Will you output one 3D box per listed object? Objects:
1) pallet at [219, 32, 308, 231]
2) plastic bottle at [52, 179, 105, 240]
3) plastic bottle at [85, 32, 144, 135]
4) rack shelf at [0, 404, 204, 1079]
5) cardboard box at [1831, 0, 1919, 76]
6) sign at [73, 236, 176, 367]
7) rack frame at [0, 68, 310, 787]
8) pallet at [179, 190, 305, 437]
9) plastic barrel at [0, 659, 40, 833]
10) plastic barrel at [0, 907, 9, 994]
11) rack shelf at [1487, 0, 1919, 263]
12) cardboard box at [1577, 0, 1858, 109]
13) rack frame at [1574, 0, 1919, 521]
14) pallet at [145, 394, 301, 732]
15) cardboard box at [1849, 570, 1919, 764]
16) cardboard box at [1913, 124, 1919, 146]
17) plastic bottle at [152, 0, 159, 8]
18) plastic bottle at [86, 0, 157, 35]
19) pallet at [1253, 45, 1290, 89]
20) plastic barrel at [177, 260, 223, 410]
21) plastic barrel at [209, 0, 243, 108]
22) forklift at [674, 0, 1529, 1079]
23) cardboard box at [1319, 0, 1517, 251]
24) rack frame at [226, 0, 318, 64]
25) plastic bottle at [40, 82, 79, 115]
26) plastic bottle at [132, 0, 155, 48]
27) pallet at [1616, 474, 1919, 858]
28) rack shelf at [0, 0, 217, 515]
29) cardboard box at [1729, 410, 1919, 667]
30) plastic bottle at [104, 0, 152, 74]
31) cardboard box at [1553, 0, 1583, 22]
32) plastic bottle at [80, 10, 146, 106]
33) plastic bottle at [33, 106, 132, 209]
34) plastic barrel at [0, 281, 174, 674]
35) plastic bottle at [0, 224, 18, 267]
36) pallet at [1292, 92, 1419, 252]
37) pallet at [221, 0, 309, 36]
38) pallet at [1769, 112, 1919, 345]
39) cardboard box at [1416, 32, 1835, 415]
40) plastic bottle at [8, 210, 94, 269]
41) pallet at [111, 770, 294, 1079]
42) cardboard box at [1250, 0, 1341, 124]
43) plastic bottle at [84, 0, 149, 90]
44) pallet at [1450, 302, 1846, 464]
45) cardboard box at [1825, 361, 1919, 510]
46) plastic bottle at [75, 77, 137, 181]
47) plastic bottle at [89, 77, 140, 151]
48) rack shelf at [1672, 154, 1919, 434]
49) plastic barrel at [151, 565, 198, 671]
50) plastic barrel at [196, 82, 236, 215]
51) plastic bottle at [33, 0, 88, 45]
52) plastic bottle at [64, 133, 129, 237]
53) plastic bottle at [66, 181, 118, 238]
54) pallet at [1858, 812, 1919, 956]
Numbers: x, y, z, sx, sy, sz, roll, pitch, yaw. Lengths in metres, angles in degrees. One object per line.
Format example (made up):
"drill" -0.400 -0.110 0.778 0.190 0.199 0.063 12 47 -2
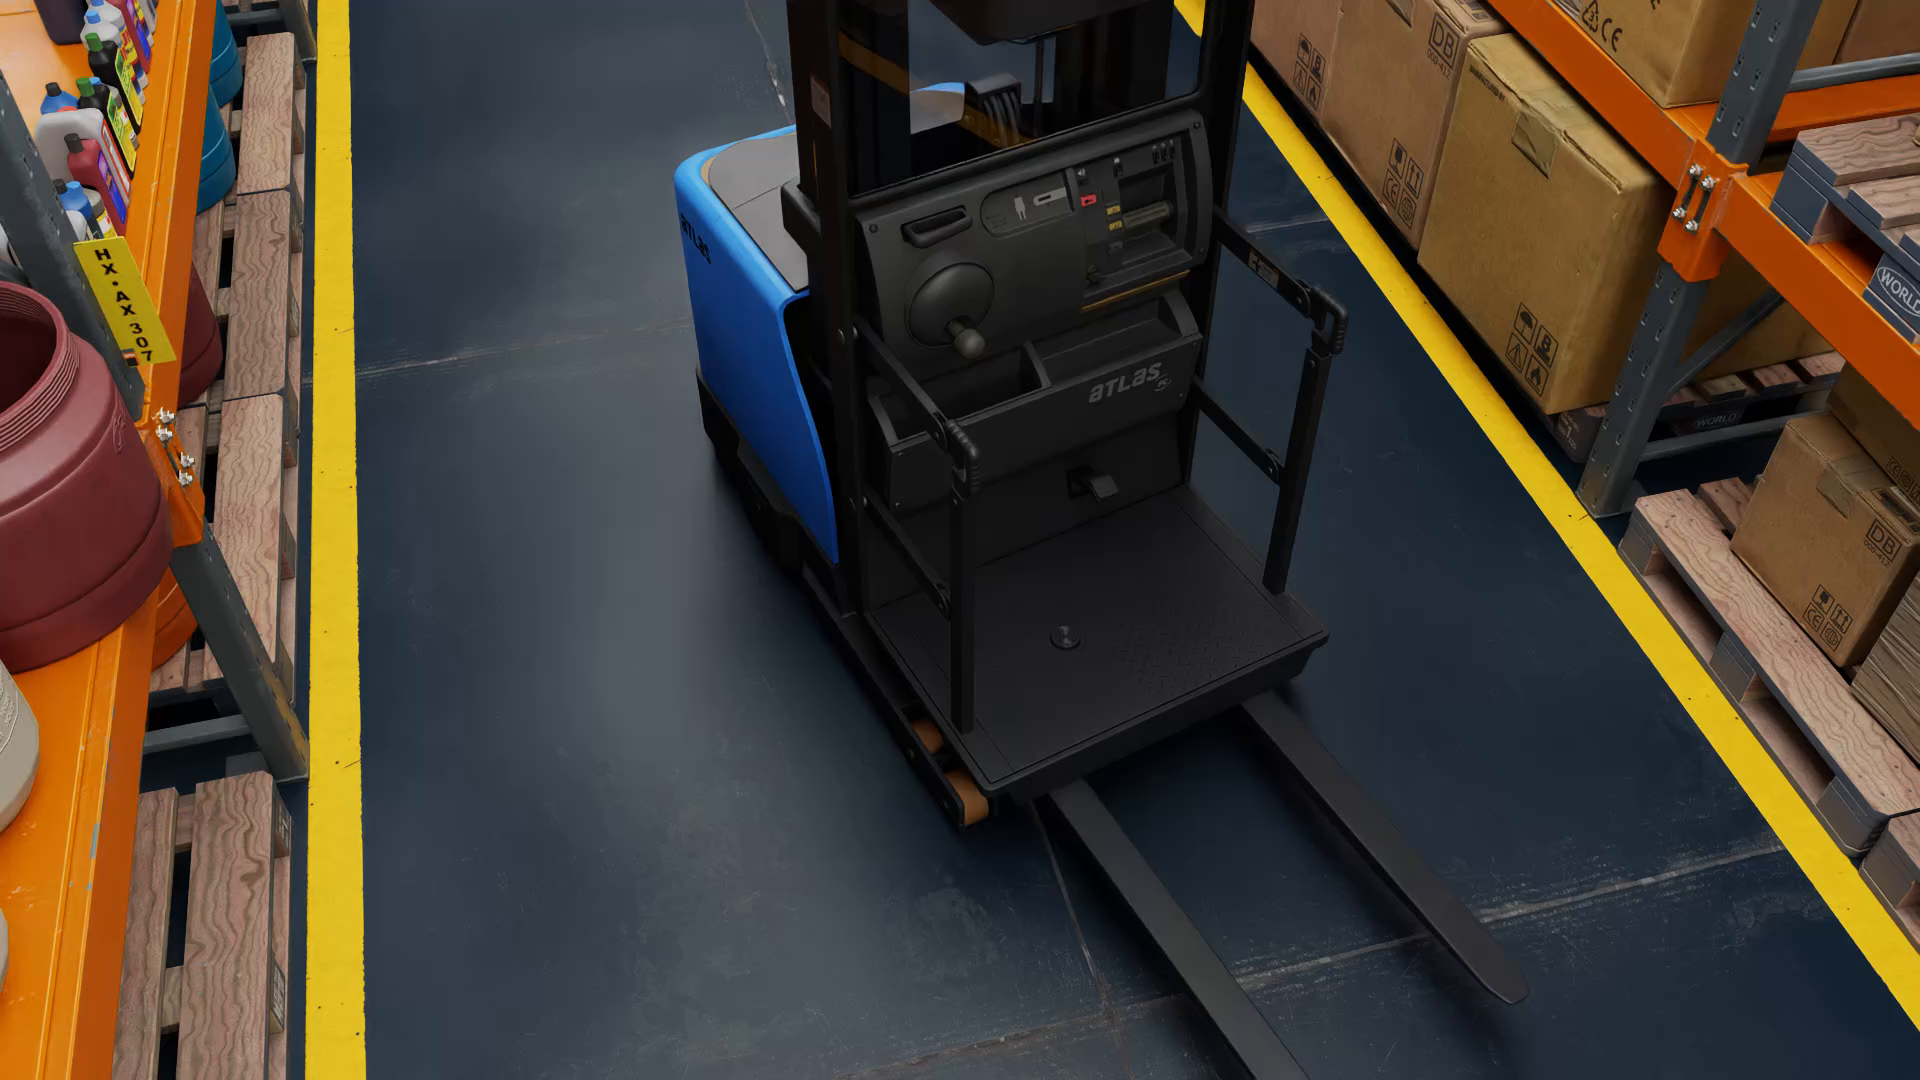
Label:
"pallet" -3.165 -1.584 6.654 1.003 0.211 1.213 -11 47 -10
"plastic bottle" -2.100 -0.736 3.962 0.097 0.271 0.097 0 46 0
"plastic bottle" -2.264 -1.235 4.442 0.061 0.283 0.133 -11 47 -10
"rack shelf" -1.786 1.294 2.385 1.077 0.370 4.000 -11 47 -10
"cardboard box" 2.628 -1.664 4.711 0.500 0.500 0.500 -9 46 -9
"sign" -1.768 -0.501 3.527 0.100 0.325 0.005 -11 47 -10
"rack frame" -2.298 -0.339 3.482 1.000 3.000 0.127 -11 47 -10
"pallet" -2.849 -0.740 5.827 1.003 0.211 1.213 -11 47 -10
"plastic barrel" -1.828 0.294 2.784 0.421 0.512 0.421 0 46 0
"plastic barrel" -1.720 0.584 2.499 0.421 0.512 0.421 0 46 0
"rack shelf" 1.978 -2.373 5.979 1.077 0.370 4.000 -11 47 -10
"cardboard box" 2.124 -1.574 4.623 0.500 0.500 0.500 -9 46 -9
"rack frame" 2.490 -1.244 4.369 1.000 3.000 0.127 -11 47 -10
"pallet" -2.540 0.101 5.003 1.003 0.211 1.213 -11 47 -10
"cardboard box" 2.835 0.316 4.282 0.700 0.500 0.500 -14 47 -14
"cardboard box" 2.667 -1.061 3.825 0.500 0.500 0.500 -16 48 -15
"plastic bottle" -2.489 -1.748 4.897 0.144 0.351 0.185 -11 47 -10
"plastic bottle" -2.451 -1.610 4.815 0.152 0.276 0.135 -11 47 -10
"pallet" 1.736 -2.511 7.563 1.003 0.211 1.213 -11 47 -10
"plastic barrel" -2.729 -0.756 5.285 0.600 0.588 0.708 -11 47 -10
"plastic barrel" -3.199 -2.134 6.416 0.600 0.901 0.708 -11 47 -10
"forklift" 0.307 -0.633 3.818 1.130 2.935 3.031 -22 49 -20
"cardboard box" 2.112 -1.745 6.053 1.225 0.875 0.875 -11 47 -10
"rack frame" -3.322 -3.100 6.188 1.000 3.000 0.127 -11 47 -10
"plastic bottle" -2.277 -1.045 4.264 0.097 0.271 0.097 0 46 0
"plastic bottle" -2.395 -1.534 4.743 0.097 0.271 0.097 0 46 0
"pallet" 2.688 0.272 4.836 1.003 0.211 1.213 -11 47 -10
"rack shelf" -2.810 -1.468 5.092 1.077 0.370 4.000 -11 47 -10
"cardboard box" 2.681 -0.064 4.655 0.700 0.500 0.500 -13 47 -12
"plastic bottle" -2.348 -1.462 4.664 0.061 0.283 0.133 -11 47 -10
"cardboard box" 2.002 -1.920 4.961 0.500 0.500 0.500 -11 47 -11
"plastic bottle" -2.311 -1.307 4.521 0.097 0.271 0.097 0 46 0
"plastic bottle" -2.215 -0.972 4.190 0.152 0.276 0.135 -11 47 -10
"plastic barrel" -1.886 -0.121 3.173 0.600 0.536 0.708 -11 47 -10
"plastic bottle" -2.243 -0.625 3.849 0.152 0.276 0.135 -11 47 -10
"pallet" 2.052 -1.667 6.736 1.003 0.211 1.213 -11 47 -10
"pallet" -3.548 -2.625 7.674 1.003 0.211 1.213 -11 47 -10
"pallet" 2.775 -0.704 3.974 1.213 0.211 1.003 -11 47 -10
"cardboard box" 2.333 -1.128 5.449 1.225 0.875 0.875 -13 47 -12
"plastic bottle" -2.096 -0.653 3.877 0.152 0.276 0.135 -11 47 -10
"pallet" -2.137 1.179 3.946 1.003 0.211 1.213 -11 47 -10
"cardboard box" 1.879 -2.354 6.650 1.225 0.875 0.875 -12 47 -12
"plastic bottle" -2.336 -1.374 4.587 0.097 0.271 0.097 0 46 0
"pallet" 2.361 -0.826 5.912 1.003 0.211 1.213 -11 47 -10
"cardboard box" 2.690 -0.329 4.389 0.500 0.250 0.500 -9 46 -9
"plastic bottle" -2.205 -1.076 4.286 0.061 0.283 0.133 -11 47 -10
"plastic bottle" -2.252 -1.123 4.390 0.097 0.201 0.097 0 46 0
"rack shelf" 3.002 0.389 3.273 1.077 0.370 4.000 -11 47 -10
"plastic barrel" -2.440 -0.061 4.435 0.600 0.830 0.708 -11 47 -10
"plastic barrel" -3.018 -1.645 5.937 0.600 0.901 0.708 -11 47 -10
"plastic bottle" -2.601 -1.627 4.779 0.144 0.351 0.185 -11 47 -10
"plastic bottle" -2.136 -0.891 4.104 0.061 0.283 0.133 -11 47 -10
"plastic bottle" -2.125 -0.779 4.052 0.097 0.201 0.097 0 46 0
"pallet" 2.997 1.112 4.012 1.003 0.211 1.213 -11 47 -10
